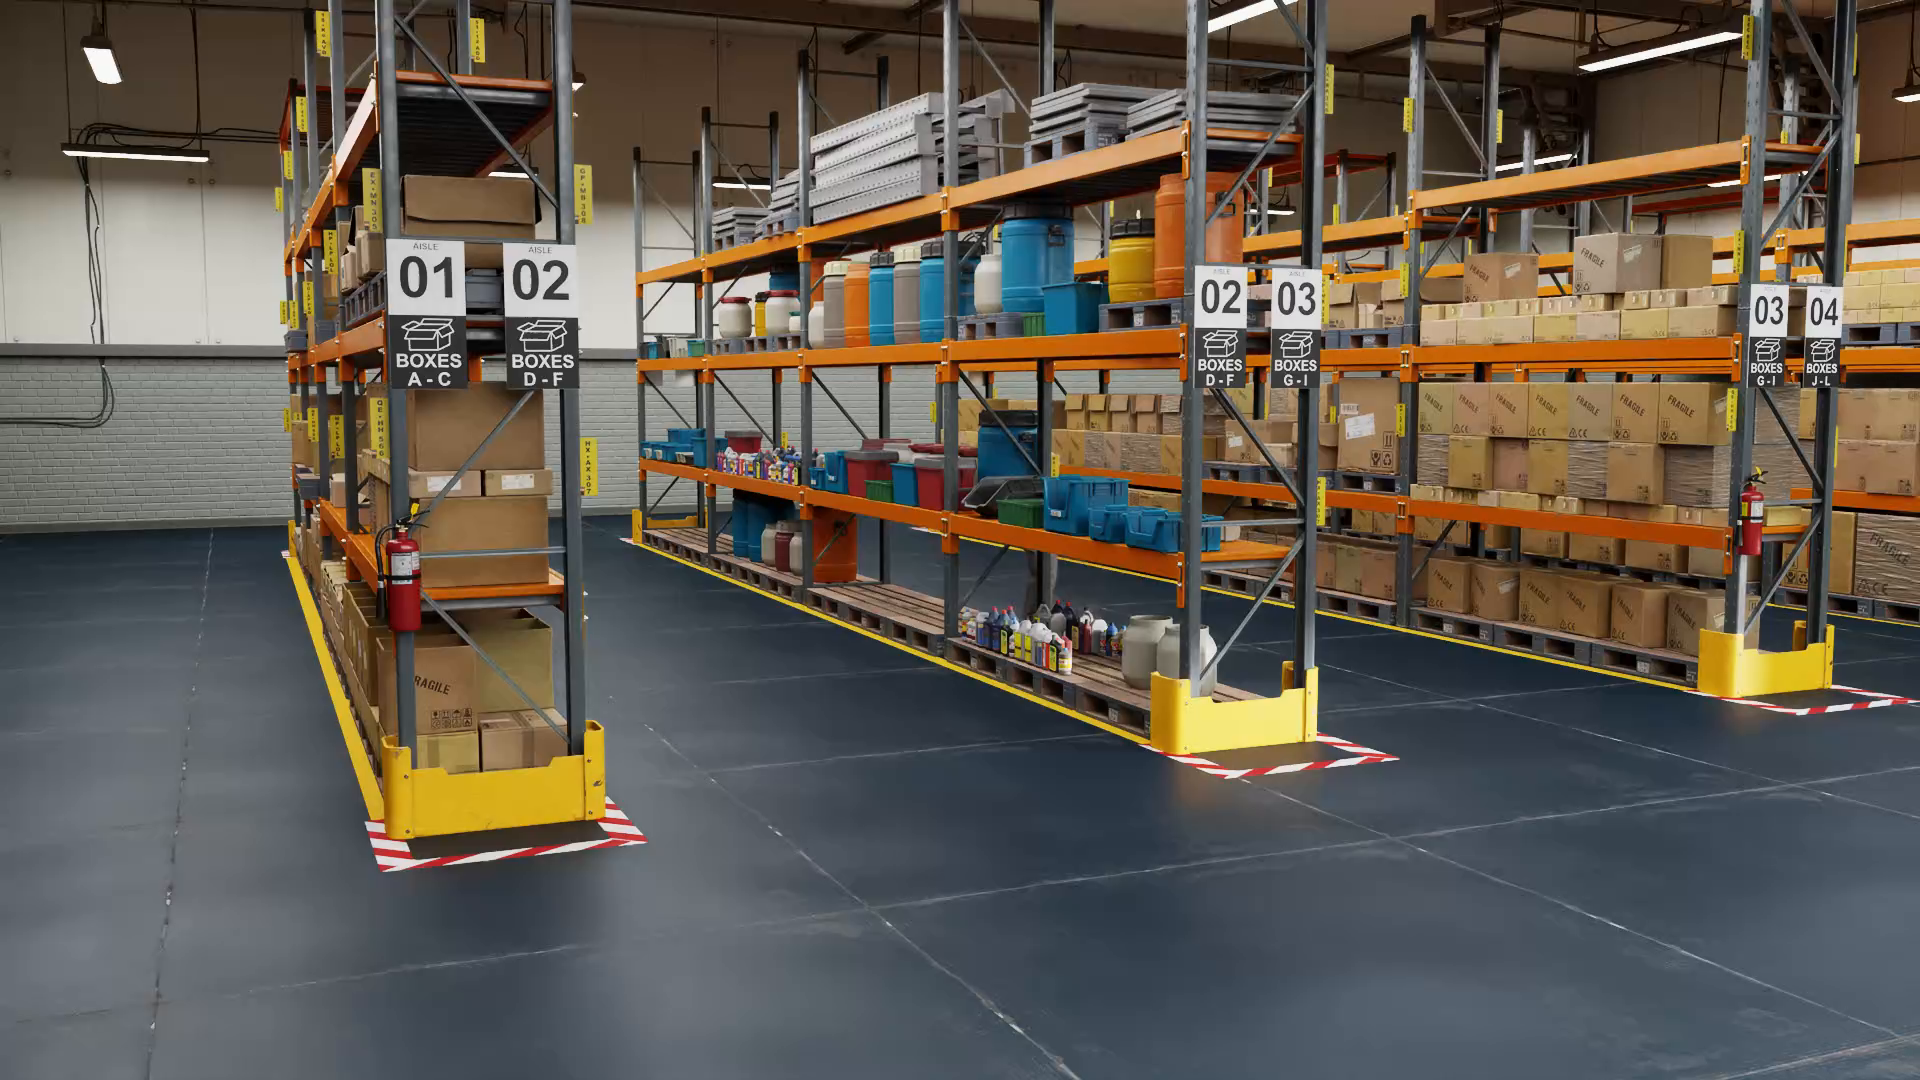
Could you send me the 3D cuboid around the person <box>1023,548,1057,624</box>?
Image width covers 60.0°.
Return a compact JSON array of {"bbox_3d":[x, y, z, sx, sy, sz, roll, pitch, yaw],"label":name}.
[{"bbox_3d":[0.889,-0.018,16.845,0.554,1.767,0.494,-2,6,-23],"label":"person"}]
